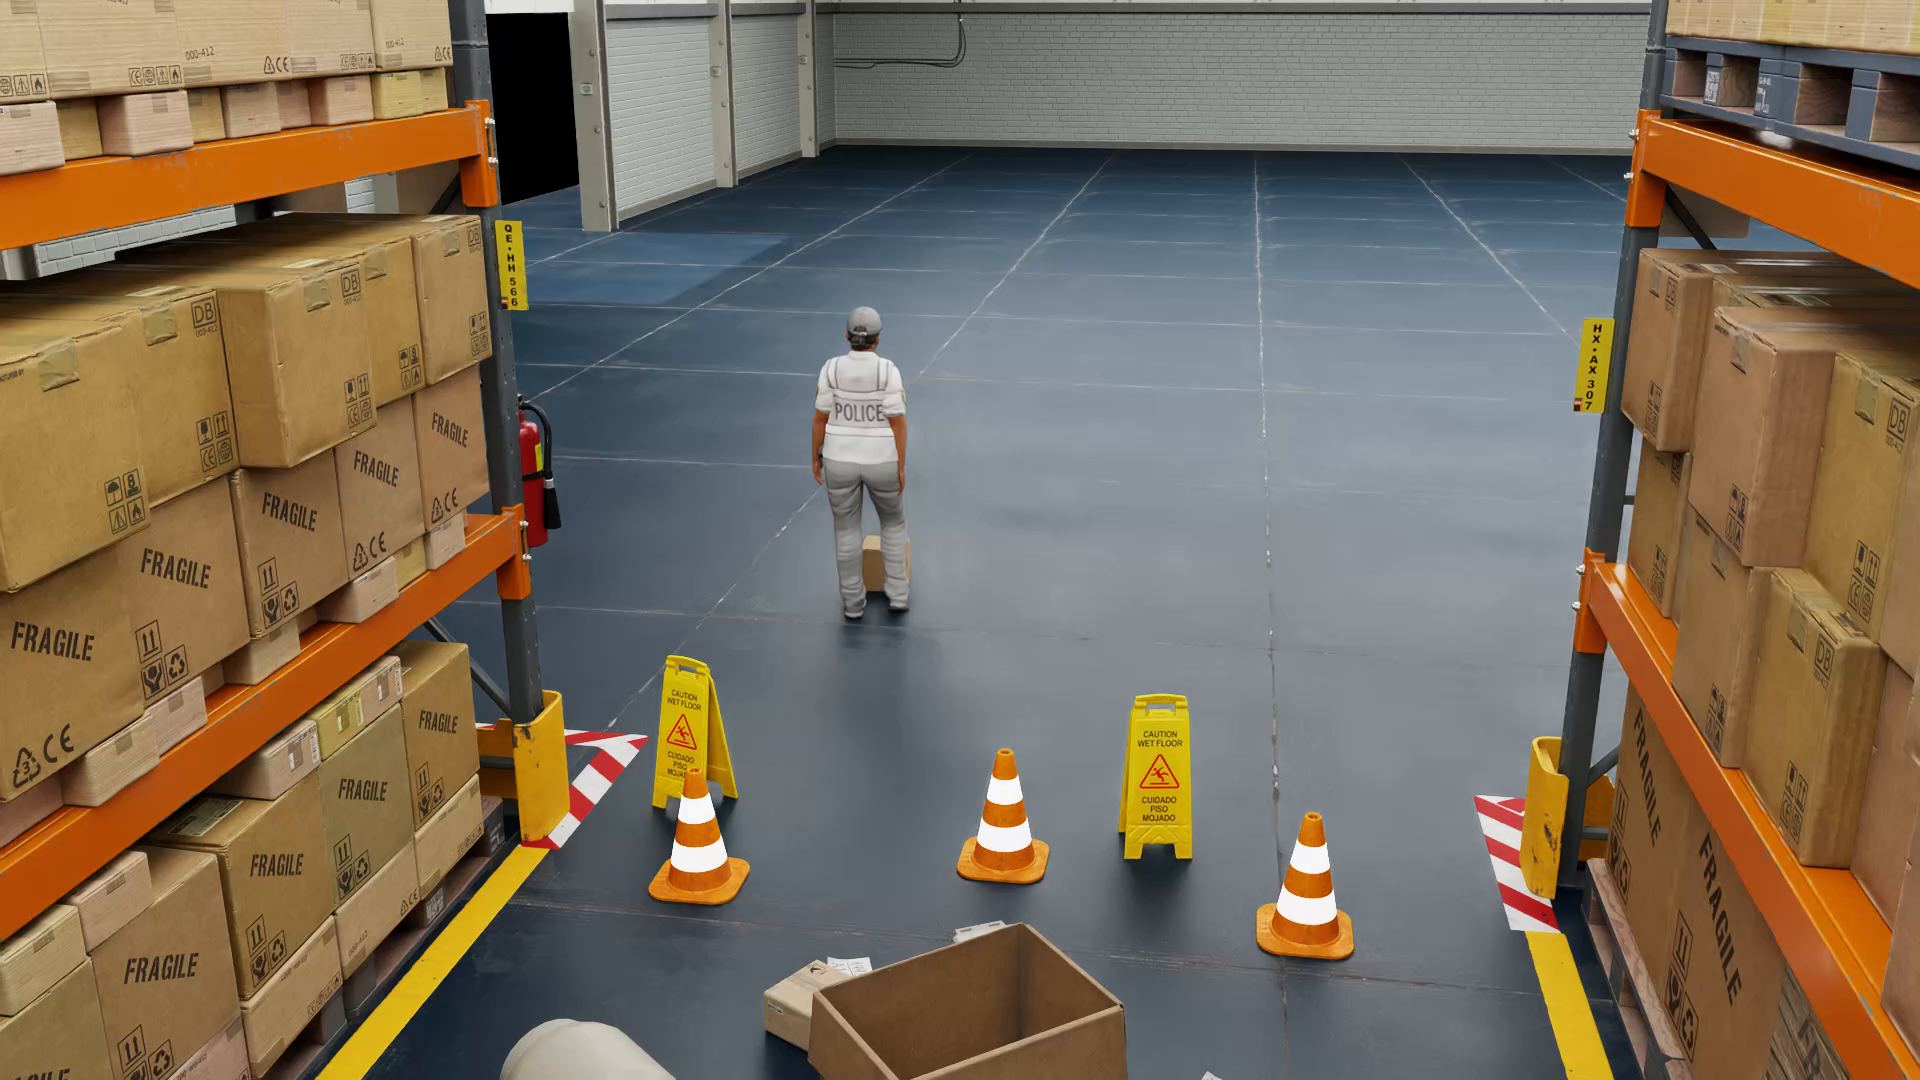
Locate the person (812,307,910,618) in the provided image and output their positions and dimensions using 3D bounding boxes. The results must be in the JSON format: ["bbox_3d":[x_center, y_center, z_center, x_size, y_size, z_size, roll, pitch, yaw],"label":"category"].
[{"bbox_3d":[-0.526,-0.373,8.787,0.513,1.733,0.449,1,18,2],"label":"person"}]
